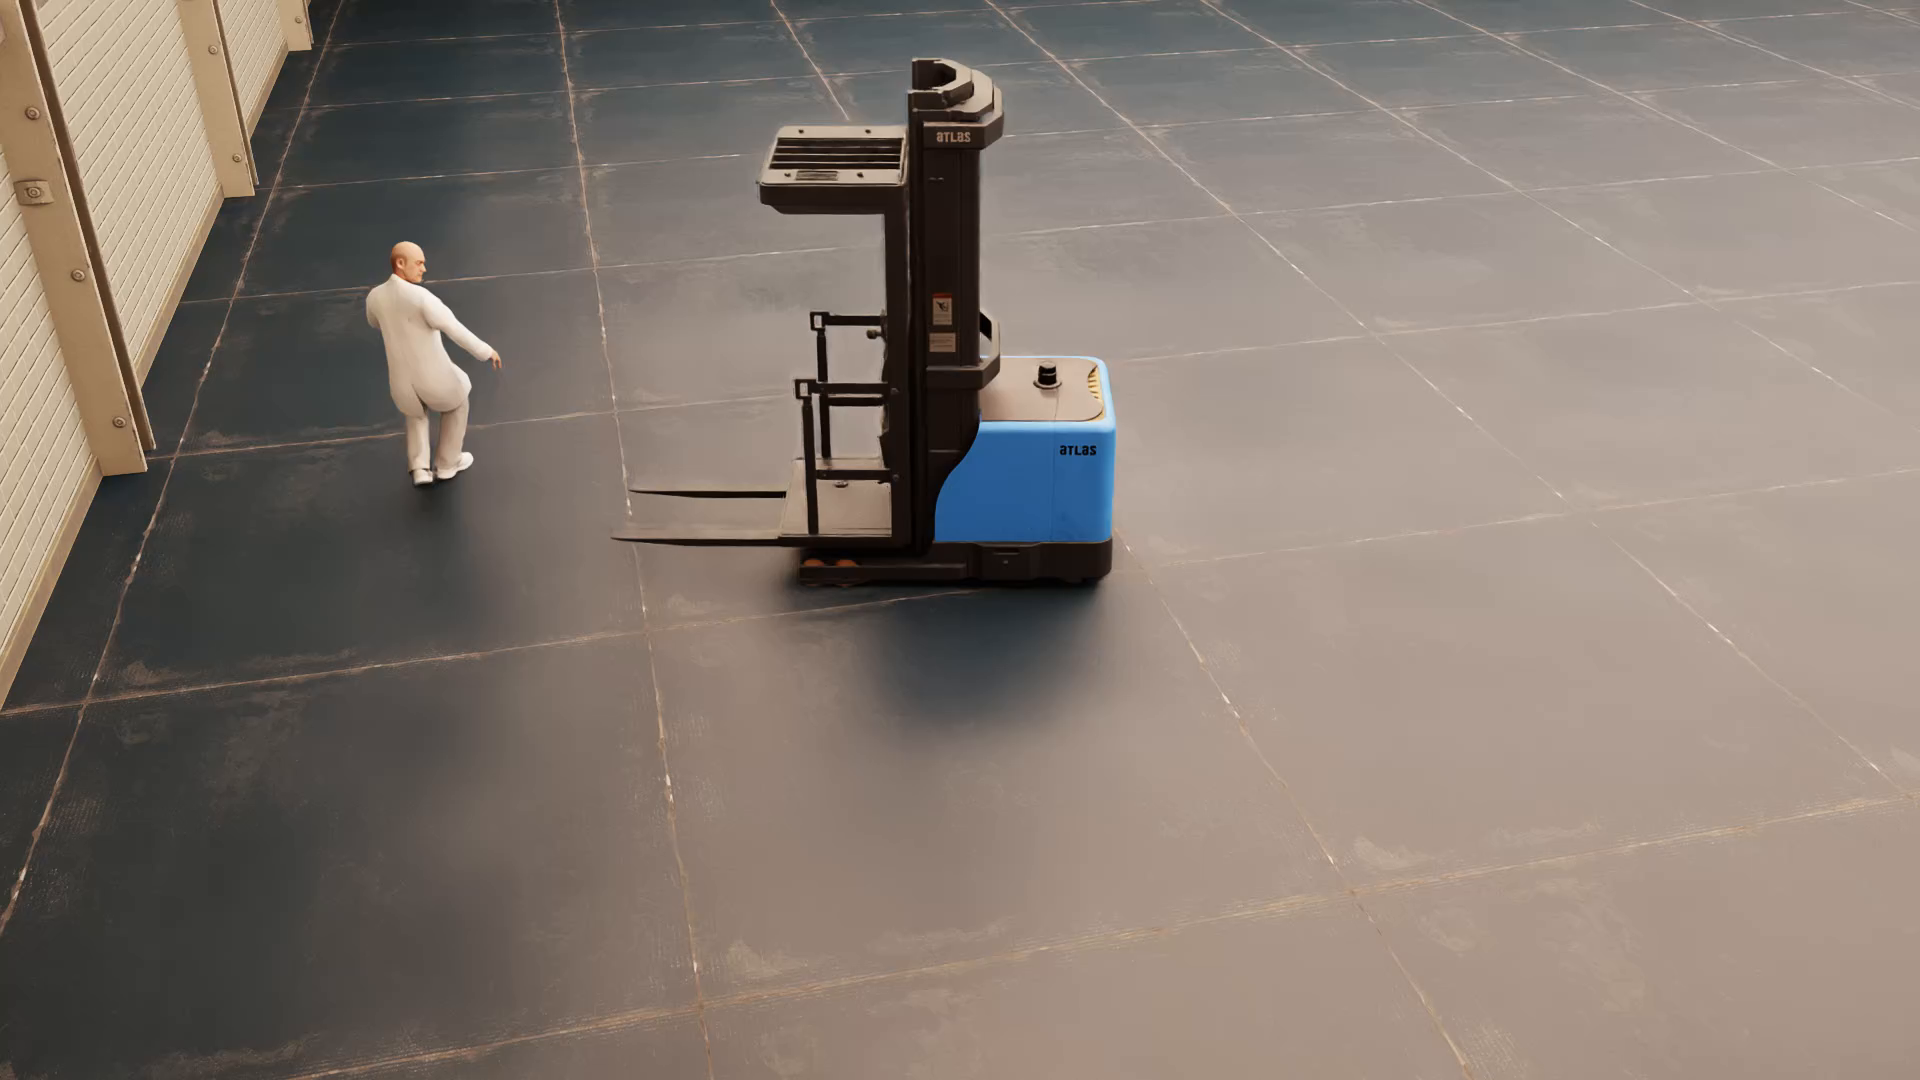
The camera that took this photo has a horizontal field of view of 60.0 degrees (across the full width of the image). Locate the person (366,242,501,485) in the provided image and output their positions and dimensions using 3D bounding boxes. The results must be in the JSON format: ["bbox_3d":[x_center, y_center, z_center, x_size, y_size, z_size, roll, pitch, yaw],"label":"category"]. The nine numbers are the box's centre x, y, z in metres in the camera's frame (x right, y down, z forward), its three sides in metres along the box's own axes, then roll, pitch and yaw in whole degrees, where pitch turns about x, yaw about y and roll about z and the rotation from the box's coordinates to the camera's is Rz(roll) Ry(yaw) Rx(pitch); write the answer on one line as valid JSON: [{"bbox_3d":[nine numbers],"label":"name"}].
[{"bbox_3d":[-3.420,-1.156,10.844,0.897,1.660,0.859,5,31,9],"label":"person"}]

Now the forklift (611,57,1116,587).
[{"bbox_3d":[-0.599,-1.249,9.733,3.031,2.935,1.130,0,30,0],"label":"forklift"}]
